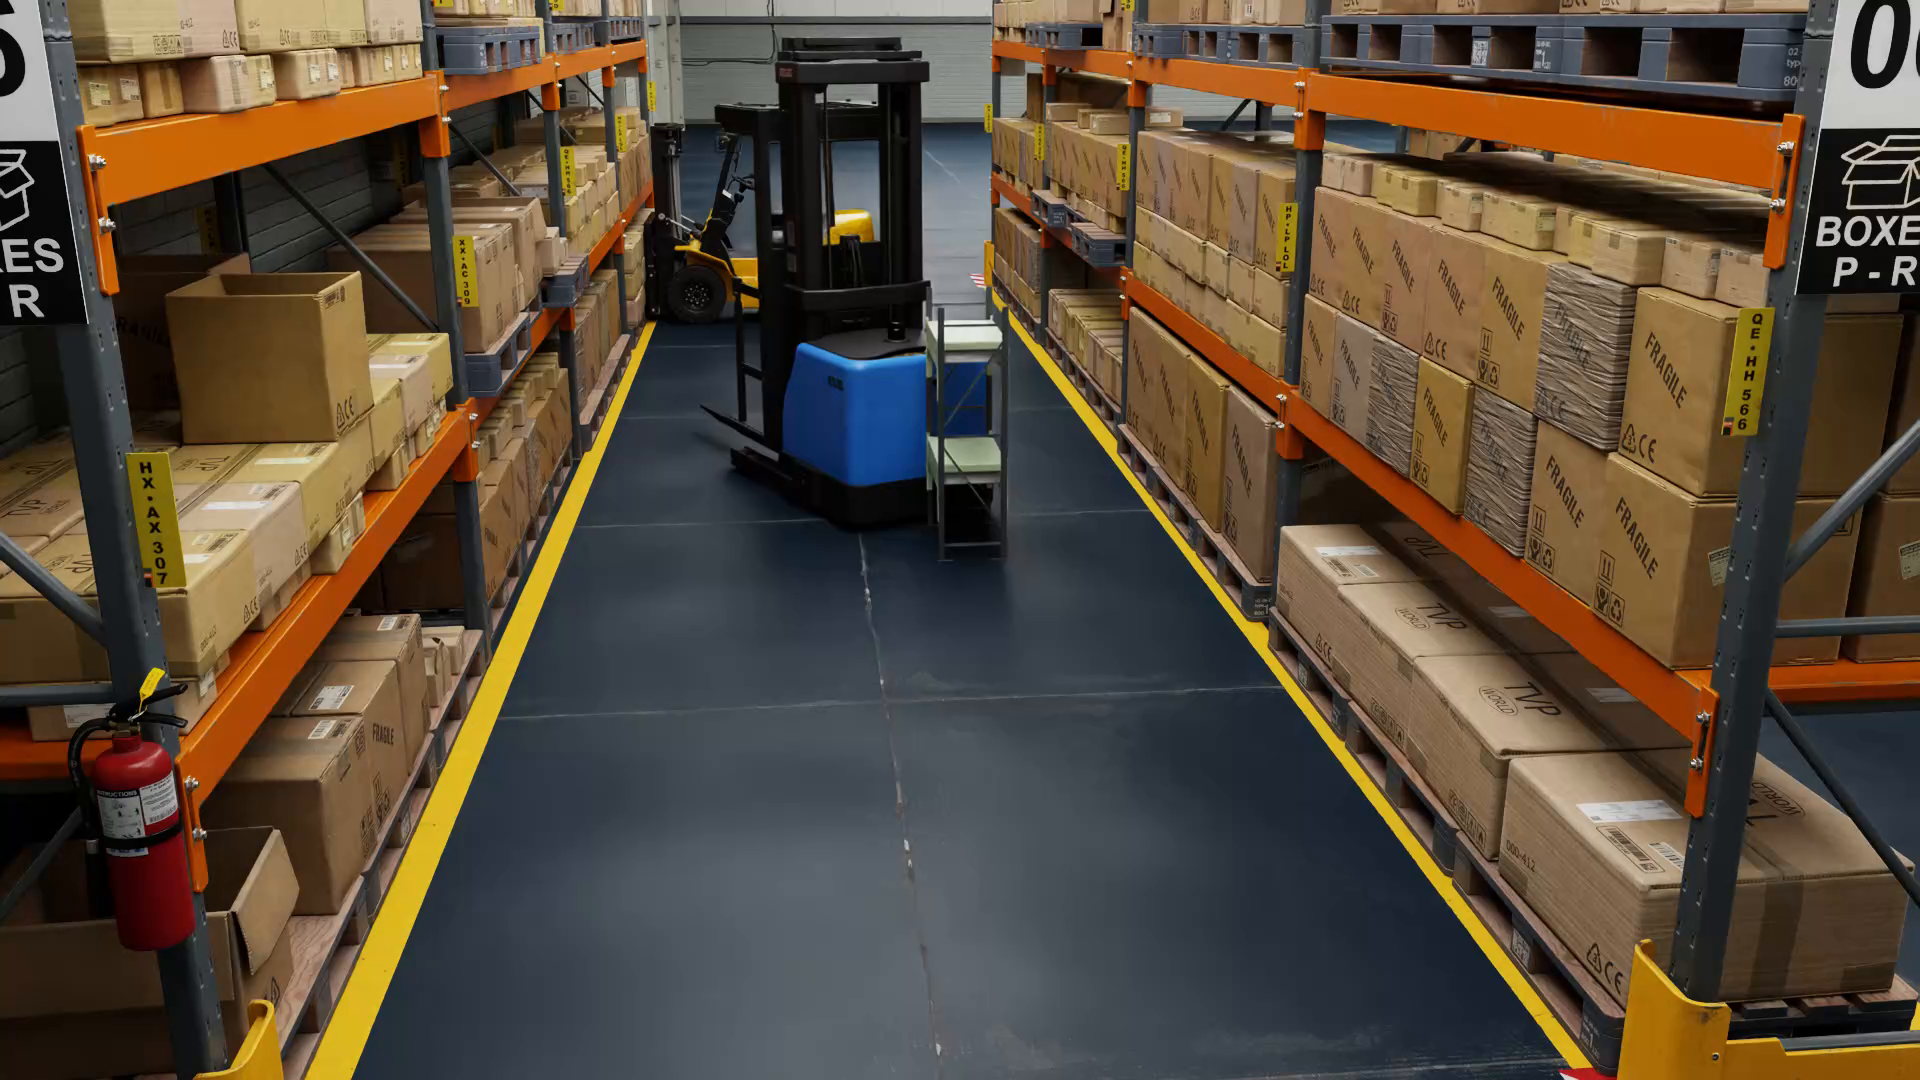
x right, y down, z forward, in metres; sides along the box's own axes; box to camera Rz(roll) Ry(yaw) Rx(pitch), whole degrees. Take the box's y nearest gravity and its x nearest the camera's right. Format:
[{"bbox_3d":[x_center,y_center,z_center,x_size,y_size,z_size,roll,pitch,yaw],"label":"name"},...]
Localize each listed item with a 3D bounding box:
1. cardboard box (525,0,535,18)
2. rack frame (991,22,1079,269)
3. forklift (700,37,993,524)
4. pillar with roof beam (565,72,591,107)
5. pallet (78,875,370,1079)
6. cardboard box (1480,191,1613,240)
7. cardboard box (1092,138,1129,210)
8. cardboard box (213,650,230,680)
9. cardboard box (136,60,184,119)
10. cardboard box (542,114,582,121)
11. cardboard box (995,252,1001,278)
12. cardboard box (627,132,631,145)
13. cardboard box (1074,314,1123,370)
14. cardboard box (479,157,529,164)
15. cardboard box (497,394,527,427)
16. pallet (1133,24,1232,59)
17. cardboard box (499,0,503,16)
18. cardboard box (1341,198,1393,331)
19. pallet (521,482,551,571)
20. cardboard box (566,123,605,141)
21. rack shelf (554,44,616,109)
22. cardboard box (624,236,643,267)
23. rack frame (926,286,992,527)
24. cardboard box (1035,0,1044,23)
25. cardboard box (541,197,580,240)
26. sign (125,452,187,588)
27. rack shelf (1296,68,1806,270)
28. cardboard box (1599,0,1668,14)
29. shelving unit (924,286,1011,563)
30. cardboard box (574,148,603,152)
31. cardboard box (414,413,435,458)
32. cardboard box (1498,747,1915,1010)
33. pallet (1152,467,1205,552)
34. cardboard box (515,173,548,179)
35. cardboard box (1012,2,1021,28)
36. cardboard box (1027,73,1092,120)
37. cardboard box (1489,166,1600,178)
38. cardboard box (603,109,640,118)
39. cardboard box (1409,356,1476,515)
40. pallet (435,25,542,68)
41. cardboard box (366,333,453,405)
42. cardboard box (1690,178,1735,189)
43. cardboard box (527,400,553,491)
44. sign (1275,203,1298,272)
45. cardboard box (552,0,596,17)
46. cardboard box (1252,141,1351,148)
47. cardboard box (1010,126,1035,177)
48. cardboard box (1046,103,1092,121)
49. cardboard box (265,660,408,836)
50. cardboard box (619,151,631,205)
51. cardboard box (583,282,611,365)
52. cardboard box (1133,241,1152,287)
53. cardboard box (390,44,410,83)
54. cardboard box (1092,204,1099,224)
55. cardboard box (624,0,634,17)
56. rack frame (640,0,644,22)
[{"bbox_3d":[-2.959,-3.449,10.733,0.380,0.149,0.250,-1,17,-5],"label":"cardboard box"},{"bbox_3d":[0.877,-4.536,19.616,1.000,3.000,0.127,-2,18,-6],"label":"rack frame"},{"bbox_3d":[-0.956,-1.889,11.302,1.130,2.935,3.031,-10,20,-28],"label":"forklift"},{"bbox_3d":[-1.222,-8.929,23.594,9.100,9.000,0.400,-2,18,-6],"label":"pillar with roof beam"},{"bbox_3d":[-2.501,1.456,5.186,1.003,0.211,1.213,-2,18,-6],"label":"pallet"},{"bbox_3d":[2.096,-1.161,5.947,0.380,0.149,0.250,-1,17,-4],"label":"cardboard box"},{"bbox_3d":[1.314,-2.823,12.795,0.500,0.500,0.500,-2,18,-7],"label":"cardboard box"},{"bbox_3d":[-2.243,0.325,4.553,0.380,0.149,0.250,-1,17,-4],"label":"cardboard box"},{"bbox_3d":[-2.274,-1.182,4.345,0.380,0.149,0.250,-2,18,-5],"label":"cardboard box"},{"bbox_3d":[-4.107,-4.312,17.157,0.380,0.149,0.250,-2,18,-5],"label":"cardboard box"},{"bbox_3d":[0.685,-3.175,19.172,0.500,0.250,0.500,-2,18,-6],"label":"cardboard box"},{"bbox_3d":[-3.522,-4.032,16.762,0.380,0.149,0.250,-2,18,-7],"label":"cardboard box"},{"bbox_3d":[1.497,-1.713,14.312,0.950,0.372,0.625,-1,17,-4],"label":"cardboard box"},{"bbox_3d":[-3.746,-3.054,13.646,0.380,0.149,0.250,-2,18,-6],"label":"cardboard box"},{"bbox_3d":[-2.823,-0.780,10.041,0.380,0.149,0.250,-3,18,-8],"label":"cardboard box"},{"bbox_3d":[1.821,-3.303,10.997,1.213,0.211,1.003,-1,17,-3],"label":"pallet"},{"bbox_3d":[-2.565,-2.771,8.538,0.380,0.149,0.250,-2,18,-6],"label":"cardboard box"},{"bbox_3d":[1.969,-1.185,7.108,0.500,0.500,0.500,-2,18,-6],"label":"cardboard box"},{"bbox_3d":[-3.073,-0.081,10.082,1.003,0.211,1.213,-2,18,-6],"label":"pallet"},{"bbox_3d":[-3.520,-3.867,15.741,0.380,0.149,0.250,-2,17,-5],"label":"cardboard box"},{"bbox_3d":[-3.441,-3.681,13.088,1.077,0.370,4.000,-2,18,-6],"label":"rack shelf"},{"bbox_3d":[-3.428,-2.861,16.503,0.500,0.250,0.500,-2,18,-6],"label":"cardboard box"},{"bbox_3d":[-0.005,-0.809,10.252,0.400,1.500,0.023,-2,18,-6],"label":"rack frame"},{"bbox_3d":[0.951,-4.717,14.736,0.500,0.250,0.500,-2,18,-7],"label":"cardboard box"},{"bbox_3d":[-3.013,-2.305,11.927,0.500,0.250,0.500,-2,18,-6],"label":"cardboard box"},{"bbox_3d":[-1.870,-0.044,3.864,0.100,0.325,0.005,-2,18,-6],"label":"sign"},{"bbox_3d":[2.321,-1.452,5.989,1.077,0.370,4.000,-2,18,-6],"label":"rack shelf"},{"bbox_3d":[2.422,-1.853,5.344,0.500,0.311,0.500,-1,17,-5],"label":"cardboard box"},{"bbox_3d":[0.034,-0.700,9.904,0.431,1.500,0.755,-2,18,-6],"label":"shelving unit"},{"bbox_3d":[-3.347,-3.375,14.670,0.380,0.149,0.250,-2,18,-6],"label":"cardboard box"},{"bbox_3d":[-2.439,-0.445,7.007,0.380,0.149,0.250,-1,17,-4],"label":"cardboard box"},{"bbox_3d":[2.360,1.060,5.369,0.875,0.438,0.875,-2,18,-8],"label":"cardboard box"},{"bbox_3d":[1.831,-0.222,10.531,1.003,0.211,1.213,-2,18,-6],"label":"pallet"},{"bbox_3d":[-3.056,-2.614,12.246,0.380,0.149,0.250,-1,17,-4],"label":"cardboard box"},{"bbox_3d":[0.817,-5.422,17.186,0.500,0.250,0.500,-1,17,-4],"label":"cardboard box"},{"bbox_3d":[1.147,-5.057,18.943,0.700,0.500,0.500,-2,18,-7],"label":"cardboard box"},{"bbox_3d":[2.442,-1.481,6.968,0.380,0.149,0.250,-2,18,-6],"label":"cardboard box"},{"bbox_3d":[-3.703,-4.630,18.171,0.380,0.149,0.250,-1,17,-4],"label":"cardboard box"},{"bbox_3d":[2.048,-0.408,6.303,0.500,0.500,0.500,-1,17,-4],"label":"cardboard box"},{"bbox_3d":[-2.930,-2.653,8.925,1.213,0.211,1.003,-2,18,-6],"label":"pallet"},{"bbox_3d":[-2.527,-0.732,7.255,0.500,0.250,0.500,-1,17,-4],"label":"cardboard box"},{"bbox_3d":[6.252,-2.657,13.467,0.500,0.500,0.500,-2,18,-6],"label":"cardboard box"},{"bbox_3d":[-2.880,-0.581,10.491,0.500,0.500,0.500,-1,17,-3],"label":"cardboard box"},{"bbox_3d":[1.576,-1.455,8.004,0.100,0.325,0.005,-2,18,-6],"label":"sign"},{"bbox_3d":[-3.232,-4.430,13.825,0.380,0.149,0.250,-2,18,-6],"label":"cardboard box"},{"bbox_3d":[2.121,-2.230,10.436,0.500,0.500,0.500,-2,18,-6],"label":"cardboard box"},{"bbox_3d":[0.821,-4.118,17.623,0.500,0.500,0.500,-2,18,-7],"label":"cardboard box"},{"bbox_3d":[0.986,-3.892,15.119,0.380,0.149,0.250,-2,18,-6],"label":"cardboard box"},{"bbox_3d":[-2.383,0.777,6.168,0.500,0.500,0.500,-1,17,-5],"label":"cardboard box"},{"bbox_3d":[-3.504,-3.532,16.253,0.500,0.500,0.500,-1,17,-5],"label":"cardboard box"},{"bbox_3d":[-3.510,-1.870,14.390,0.875,0.625,0.625,-2,18,-6],"label":"cardboard box"},{"bbox_3d":[1.502,-1.927,11.557,0.500,0.250,0.500,-2,18,-7],"label":"cardboard box"},{"bbox_3d":[-2.469,-1.946,6.780,0.380,0.149,0.250,-2,18,-6],"label":"cardboard box"},{"bbox_3d":[1.246,-2.549,13.008,0.380,0.149,0.250,-3,18,-8],"label":"cardboard box"},{"bbox_3d":[-3.766,-5.675,17.204,0.700,0.500,0.500,-2,18,-5],"label":"cardboard box"},{"bbox_3d":[-4.060,-7.243,18.225,1.000,3.000,0.127,-2,18,-6],"label":"rack frame"}]
